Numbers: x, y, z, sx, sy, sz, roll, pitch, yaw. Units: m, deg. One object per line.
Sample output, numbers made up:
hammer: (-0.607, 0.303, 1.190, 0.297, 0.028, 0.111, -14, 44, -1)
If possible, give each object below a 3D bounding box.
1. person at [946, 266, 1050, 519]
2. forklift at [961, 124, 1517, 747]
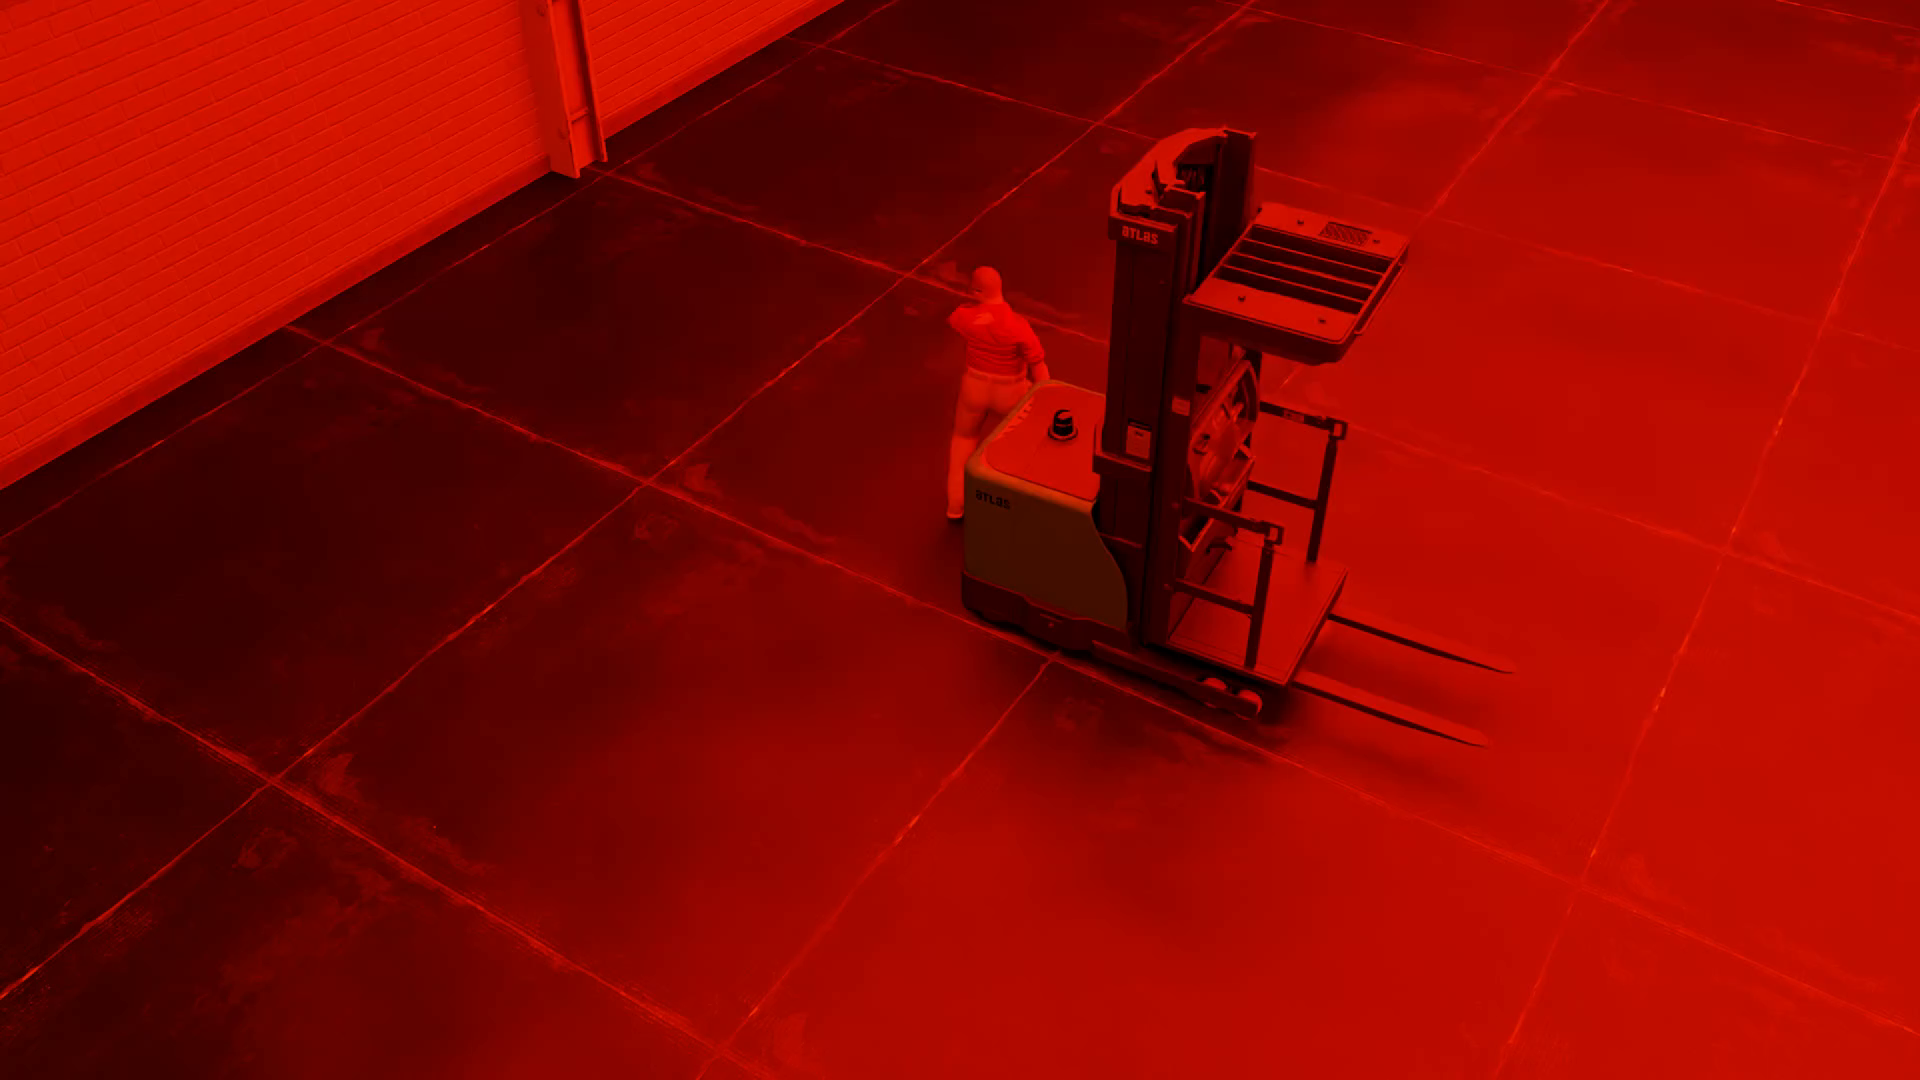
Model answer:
person: (0.277, -0.945, 10.088, 0.699, 1.644, 0.853, 11, 41, 12)
forklift: (1.551, -0.533, 8.596, 3.031, 2.935, 1.130, 19, 44, 21)
